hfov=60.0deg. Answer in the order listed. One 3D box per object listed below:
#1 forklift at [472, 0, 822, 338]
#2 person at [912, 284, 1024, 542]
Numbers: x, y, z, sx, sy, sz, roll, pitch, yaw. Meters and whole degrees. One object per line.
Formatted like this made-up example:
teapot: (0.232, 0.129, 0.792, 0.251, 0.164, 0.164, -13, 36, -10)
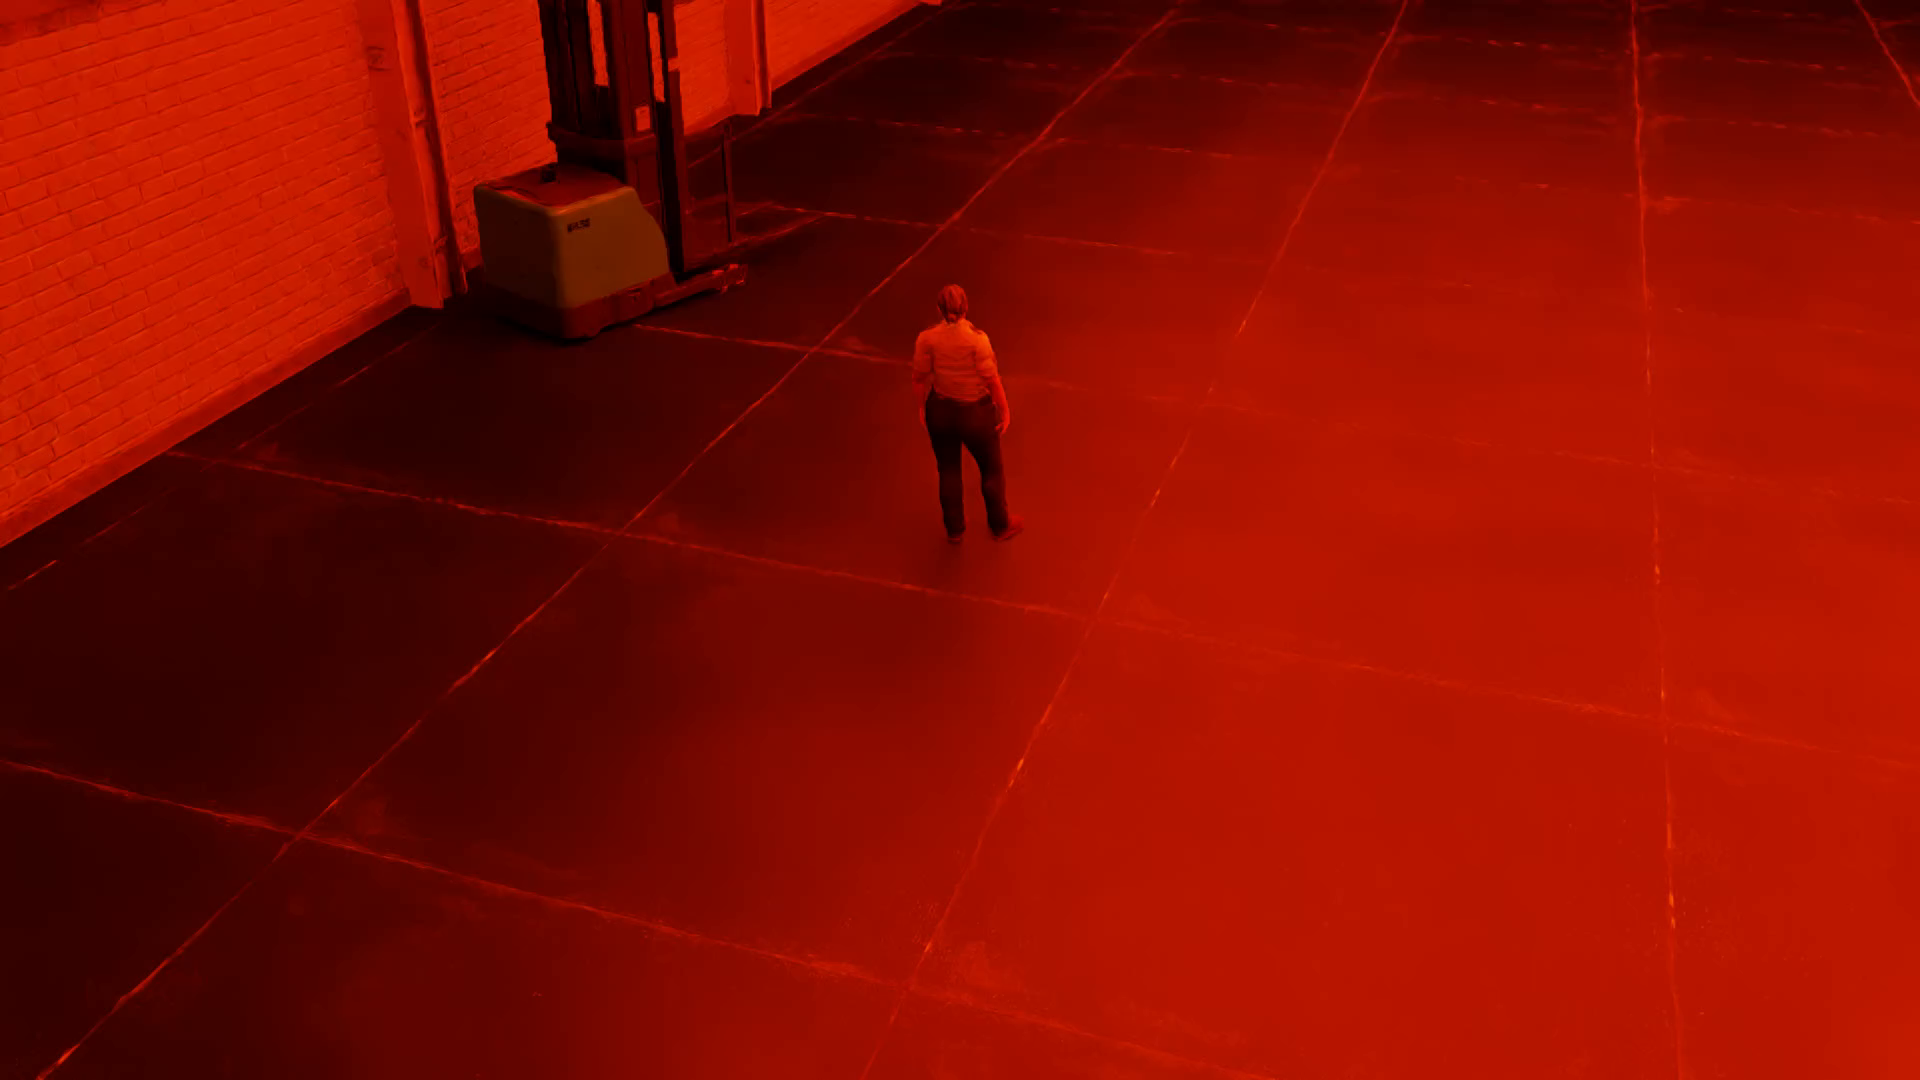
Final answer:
forklift: (-2.424, -3.467, 13.218, 1.130, 2.935, 3.031, 22, 36, 33)
person: (0.051, -0.760, 9.752, 0.599, 1.650, 0.502, 10, 31, 16)
